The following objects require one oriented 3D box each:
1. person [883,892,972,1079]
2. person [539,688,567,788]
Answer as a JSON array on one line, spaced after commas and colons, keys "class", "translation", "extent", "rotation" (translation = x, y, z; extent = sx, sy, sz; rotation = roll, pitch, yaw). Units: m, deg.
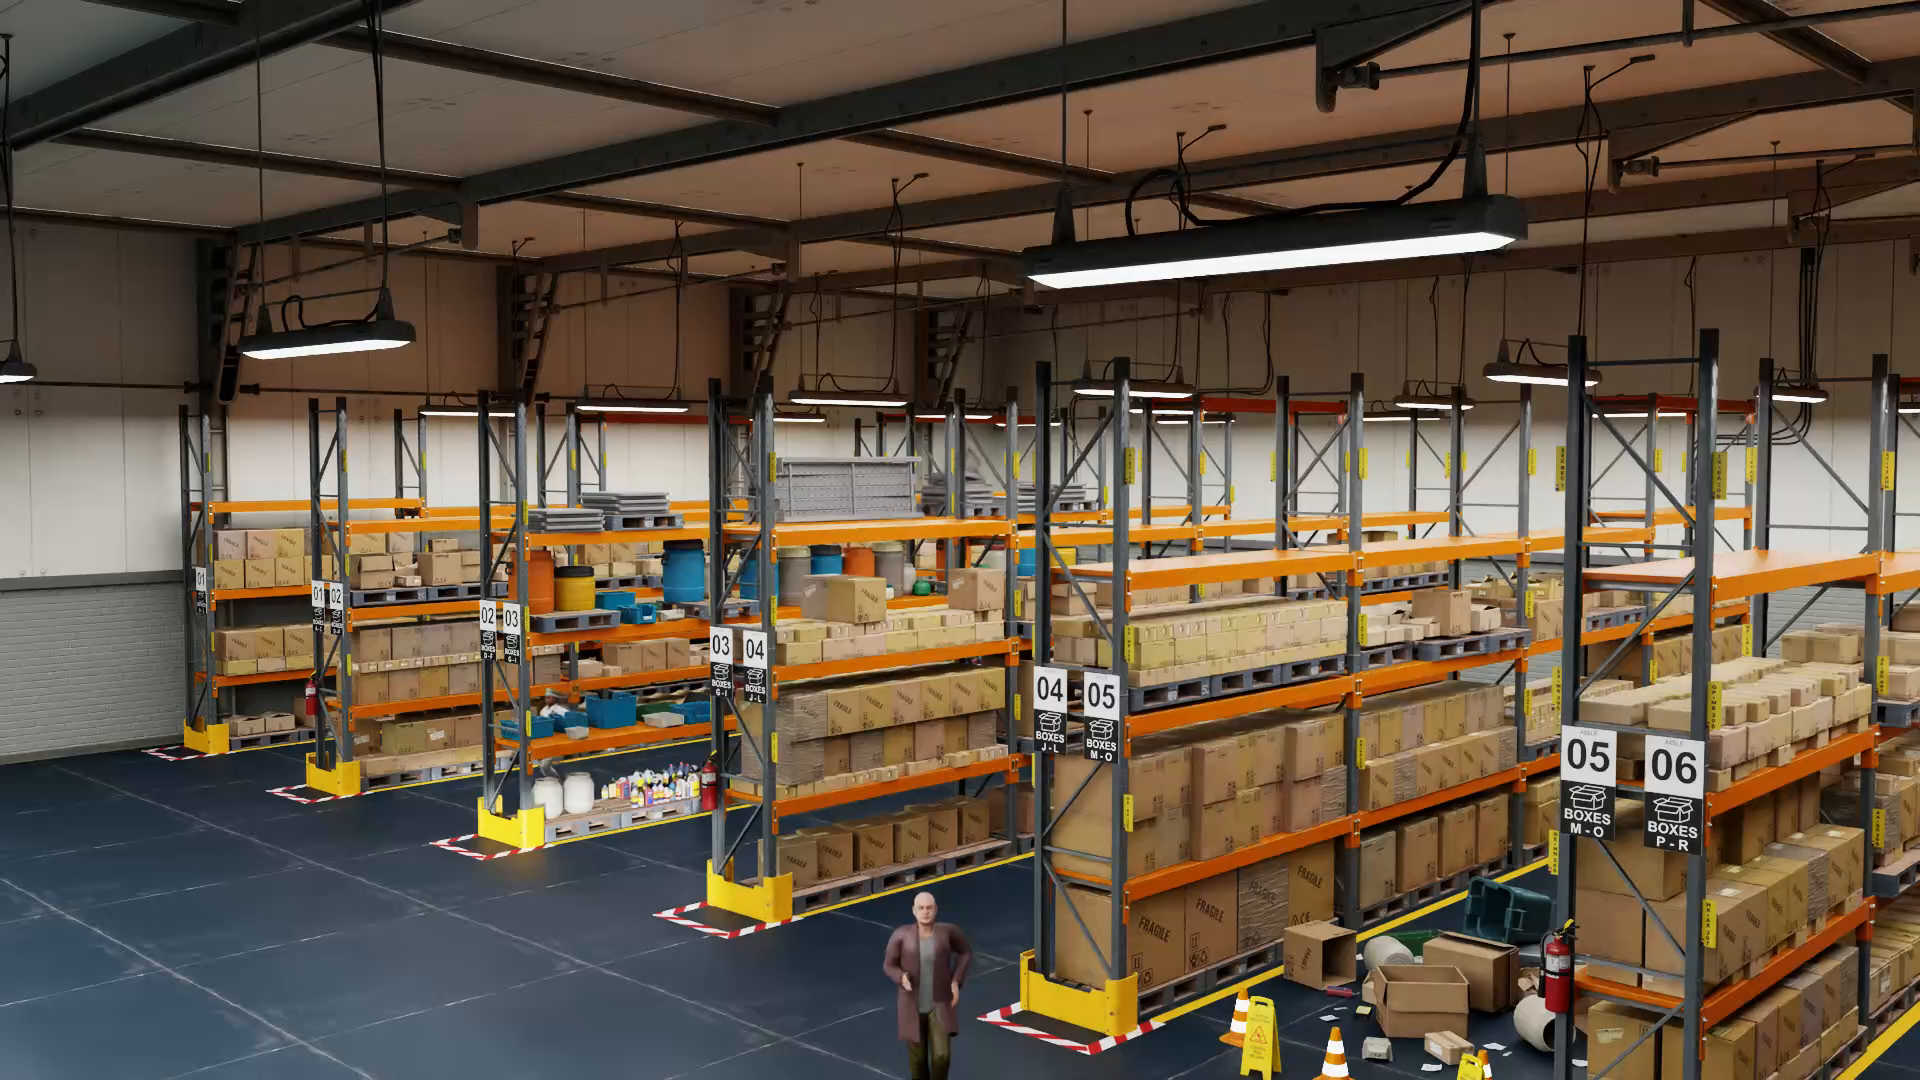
[{"class": "person", "translation": [-0.250, 3.611, 12.794], "extent": [0.693, 1.769, 0.681], "rotation": [0, 3, -1]}, {"class": "person", "translation": [-6.093, 3.032, 24.636], "extent": [0.561, 1.672, 0.599], "rotation": [2, 4, 37]}]
